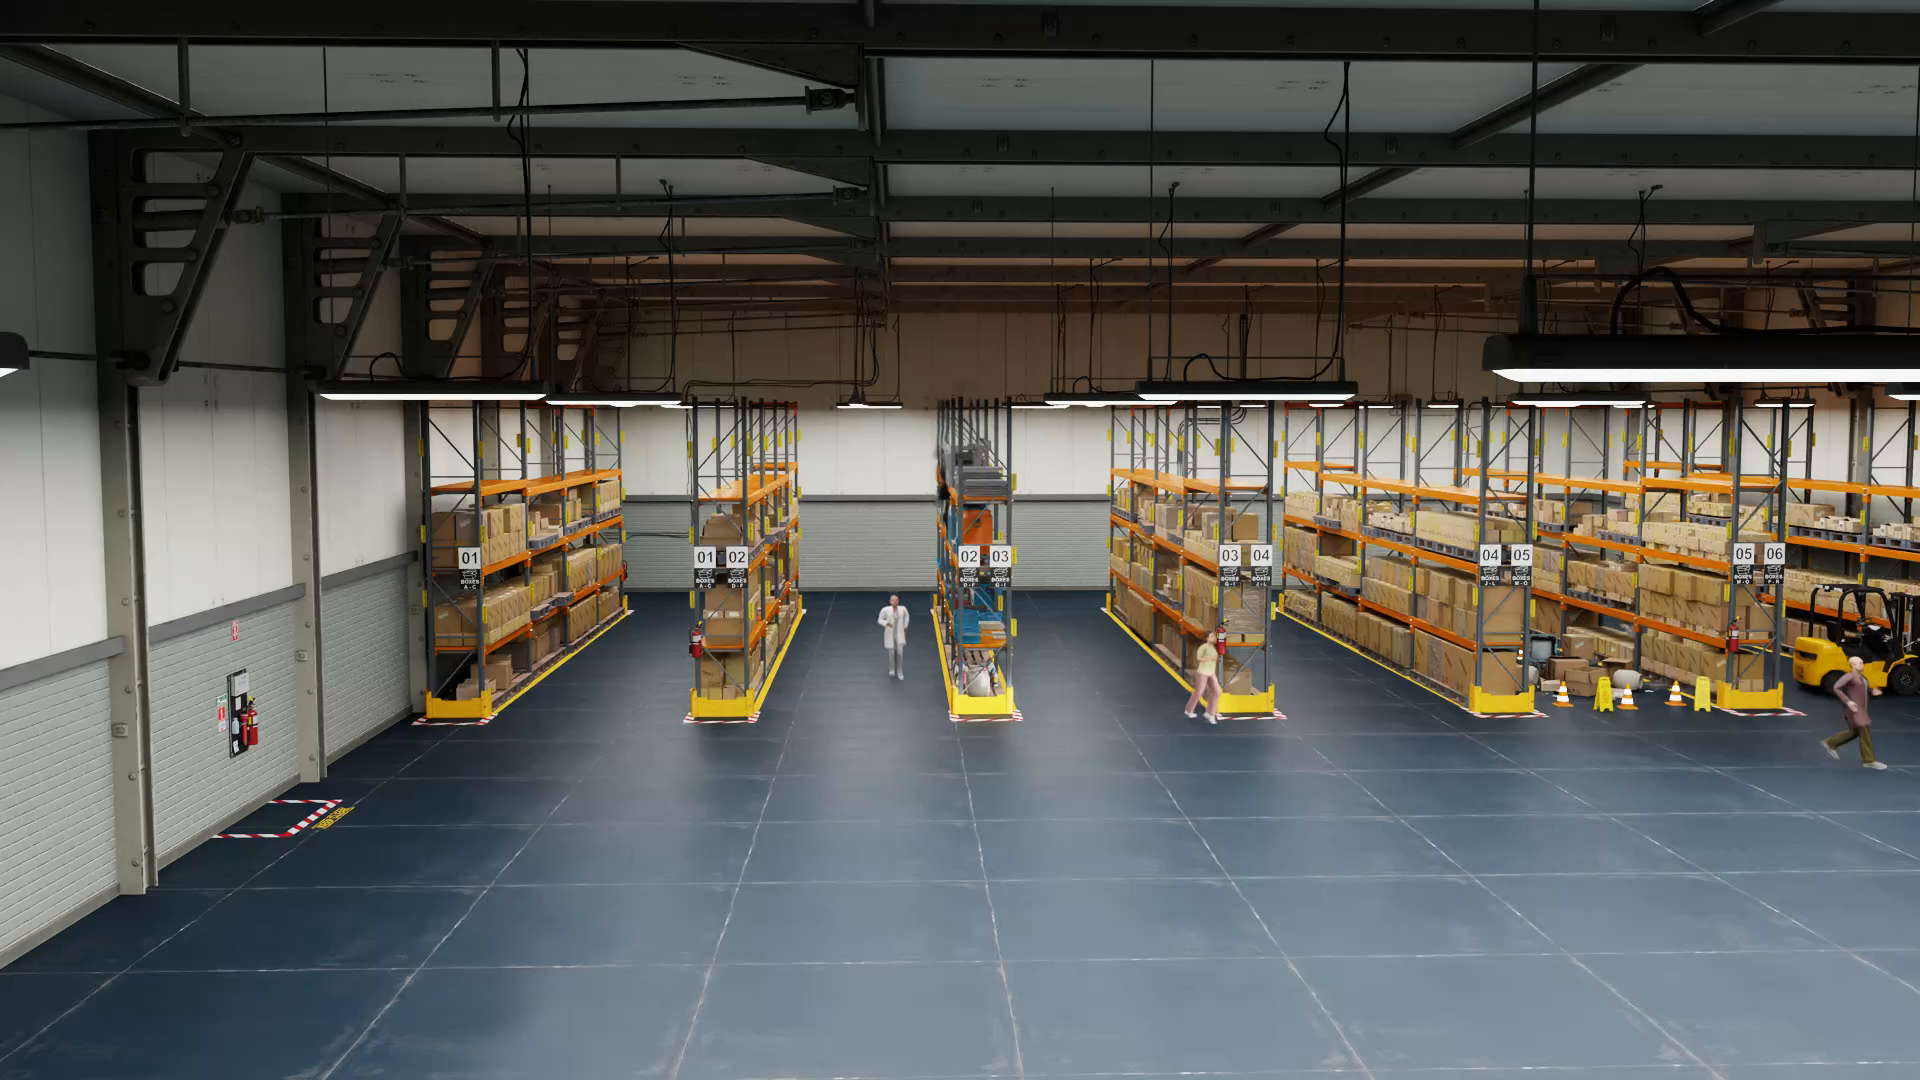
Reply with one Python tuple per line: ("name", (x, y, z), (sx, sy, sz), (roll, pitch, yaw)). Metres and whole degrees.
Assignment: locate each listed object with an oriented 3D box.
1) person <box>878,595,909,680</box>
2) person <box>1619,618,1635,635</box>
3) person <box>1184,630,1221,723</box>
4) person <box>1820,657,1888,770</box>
("person", (-1.420, 2.091, 35.695), (0.689, 1.827, 0.833), (-1, 4, -7))
("person", (16.357, 1.725, 40.578), (0.683, 1.737, 0.595), (0, 4, -3))
("person", (4.542, 2.519, 30.813), (0.580, 1.721, 0.715), (-4, 6, -42))
("person", (14.402, 2.749, 26.749), (0.710, 1.754, 1.055), (-4, 6, -44))
